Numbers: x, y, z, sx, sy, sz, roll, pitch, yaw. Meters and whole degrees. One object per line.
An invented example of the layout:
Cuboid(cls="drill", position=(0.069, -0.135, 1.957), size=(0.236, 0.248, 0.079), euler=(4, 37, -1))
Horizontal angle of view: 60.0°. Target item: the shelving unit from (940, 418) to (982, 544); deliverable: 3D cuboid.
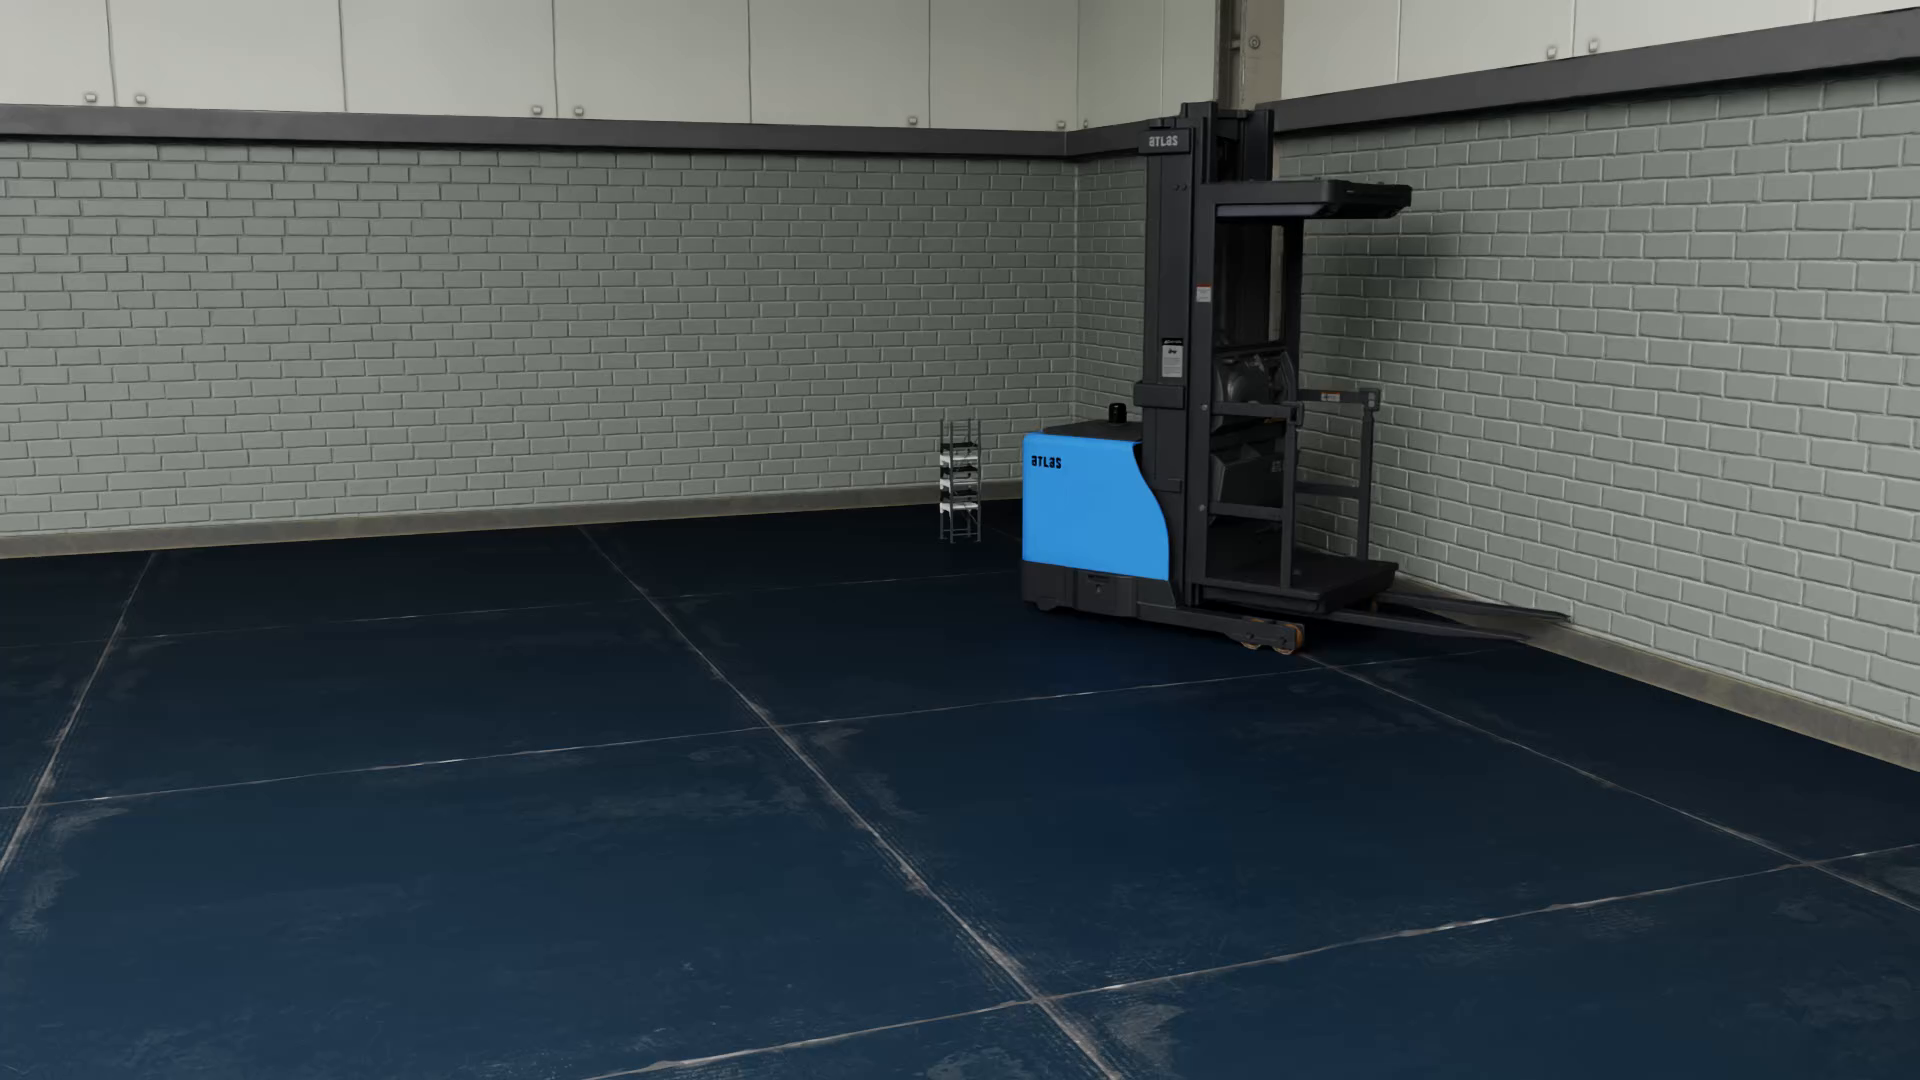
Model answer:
Cuboid(cls="shelving unit", position=(0.003, -0.442, 12.334), size=(0.258, 0.900, 0.210), euler=(-4, 11, -21))

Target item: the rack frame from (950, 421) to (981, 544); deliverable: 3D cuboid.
Cuboid(cls="rack frame", position=(0.040, -0.425, 12.241), size=(0.240, 0.900, 0.006), euler=(-4, 11, -21))

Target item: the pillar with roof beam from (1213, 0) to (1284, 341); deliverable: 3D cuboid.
Cuboid(cls="pillar with roof beam", position=(-2.061, -4.057, 9.532), size=(9.100, 9.000, 0.400), euler=(-4, 11, -21))

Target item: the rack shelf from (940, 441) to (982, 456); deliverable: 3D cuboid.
Cuboid(cls="rack shelf", position=(0.003, -0.675, 12.292), size=(0.258, 0.077, 0.200), euler=(-4, 11, -21))

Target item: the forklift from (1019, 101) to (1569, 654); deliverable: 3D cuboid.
Cuboid(cls="forklift", position=(1.839, -0.932, 9.288), size=(3.031, 2.935, 1.130), euler=(8, 13, 36))

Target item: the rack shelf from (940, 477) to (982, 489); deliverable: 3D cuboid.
Cuboid(cls="rack shelf", position=(0.003, -0.409, 12.340), size=(0.258, 0.077, 0.200), euler=(-4, 11, -21))

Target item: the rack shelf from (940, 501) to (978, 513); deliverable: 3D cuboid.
Cuboid(cls="rack shelf", position=(0.003, -0.232, 12.371), size=(0.258, 0.077, 0.200), euler=(-4, 11, -21))

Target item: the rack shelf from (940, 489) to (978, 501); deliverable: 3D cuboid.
Cuboid(cls="rack shelf", position=(0.003, -0.320, 12.355), size=(0.258, 0.077, 0.200), euler=(-4, 11, -21))

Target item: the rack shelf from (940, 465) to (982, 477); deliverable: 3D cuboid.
Cuboid(cls="rack shelf", position=(0.003, -0.498, 12.324), size=(0.258, 0.077, 0.200), euler=(-4, 11, -21))

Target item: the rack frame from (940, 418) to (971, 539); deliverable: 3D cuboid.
Cuboid(cls="rack frame", position=(-0.034, -0.458, 12.427), size=(0.240, 0.900, 0.006), euler=(-4, 11, -21))

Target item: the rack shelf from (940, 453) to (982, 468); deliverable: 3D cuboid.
Cuboid(cls="rack shelf", position=(0.003, -0.586, 12.308), size=(0.258, 0.077, 0.200), euler=(-4, 11, -21))
